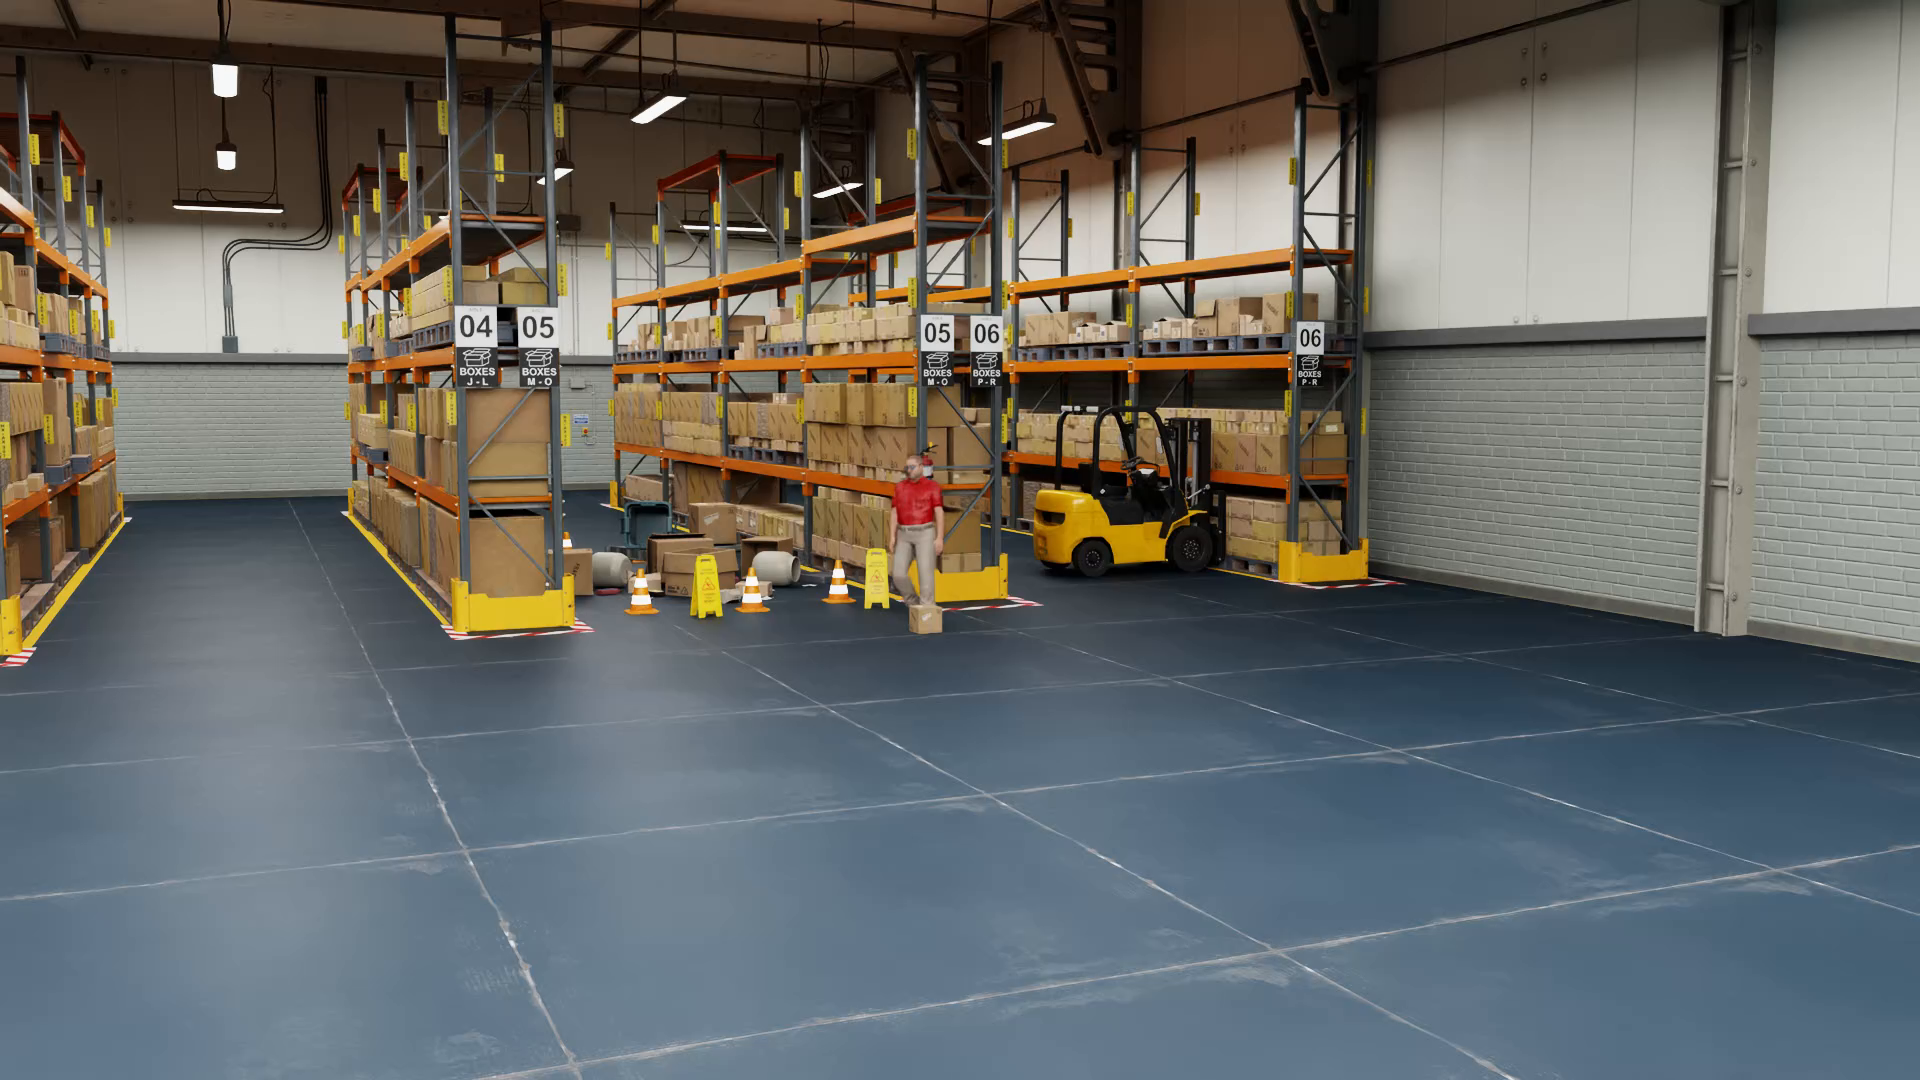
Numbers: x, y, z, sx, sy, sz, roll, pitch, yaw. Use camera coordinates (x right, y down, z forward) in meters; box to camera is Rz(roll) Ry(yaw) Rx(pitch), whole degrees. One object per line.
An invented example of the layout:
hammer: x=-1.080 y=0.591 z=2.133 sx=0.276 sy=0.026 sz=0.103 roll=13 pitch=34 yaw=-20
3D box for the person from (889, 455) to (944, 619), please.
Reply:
person: x=-0.455 y=0.003 z=16.826 sx=0.561 sy=1.721 sz=0.538 roll=2 pitch=6 yaw=16
